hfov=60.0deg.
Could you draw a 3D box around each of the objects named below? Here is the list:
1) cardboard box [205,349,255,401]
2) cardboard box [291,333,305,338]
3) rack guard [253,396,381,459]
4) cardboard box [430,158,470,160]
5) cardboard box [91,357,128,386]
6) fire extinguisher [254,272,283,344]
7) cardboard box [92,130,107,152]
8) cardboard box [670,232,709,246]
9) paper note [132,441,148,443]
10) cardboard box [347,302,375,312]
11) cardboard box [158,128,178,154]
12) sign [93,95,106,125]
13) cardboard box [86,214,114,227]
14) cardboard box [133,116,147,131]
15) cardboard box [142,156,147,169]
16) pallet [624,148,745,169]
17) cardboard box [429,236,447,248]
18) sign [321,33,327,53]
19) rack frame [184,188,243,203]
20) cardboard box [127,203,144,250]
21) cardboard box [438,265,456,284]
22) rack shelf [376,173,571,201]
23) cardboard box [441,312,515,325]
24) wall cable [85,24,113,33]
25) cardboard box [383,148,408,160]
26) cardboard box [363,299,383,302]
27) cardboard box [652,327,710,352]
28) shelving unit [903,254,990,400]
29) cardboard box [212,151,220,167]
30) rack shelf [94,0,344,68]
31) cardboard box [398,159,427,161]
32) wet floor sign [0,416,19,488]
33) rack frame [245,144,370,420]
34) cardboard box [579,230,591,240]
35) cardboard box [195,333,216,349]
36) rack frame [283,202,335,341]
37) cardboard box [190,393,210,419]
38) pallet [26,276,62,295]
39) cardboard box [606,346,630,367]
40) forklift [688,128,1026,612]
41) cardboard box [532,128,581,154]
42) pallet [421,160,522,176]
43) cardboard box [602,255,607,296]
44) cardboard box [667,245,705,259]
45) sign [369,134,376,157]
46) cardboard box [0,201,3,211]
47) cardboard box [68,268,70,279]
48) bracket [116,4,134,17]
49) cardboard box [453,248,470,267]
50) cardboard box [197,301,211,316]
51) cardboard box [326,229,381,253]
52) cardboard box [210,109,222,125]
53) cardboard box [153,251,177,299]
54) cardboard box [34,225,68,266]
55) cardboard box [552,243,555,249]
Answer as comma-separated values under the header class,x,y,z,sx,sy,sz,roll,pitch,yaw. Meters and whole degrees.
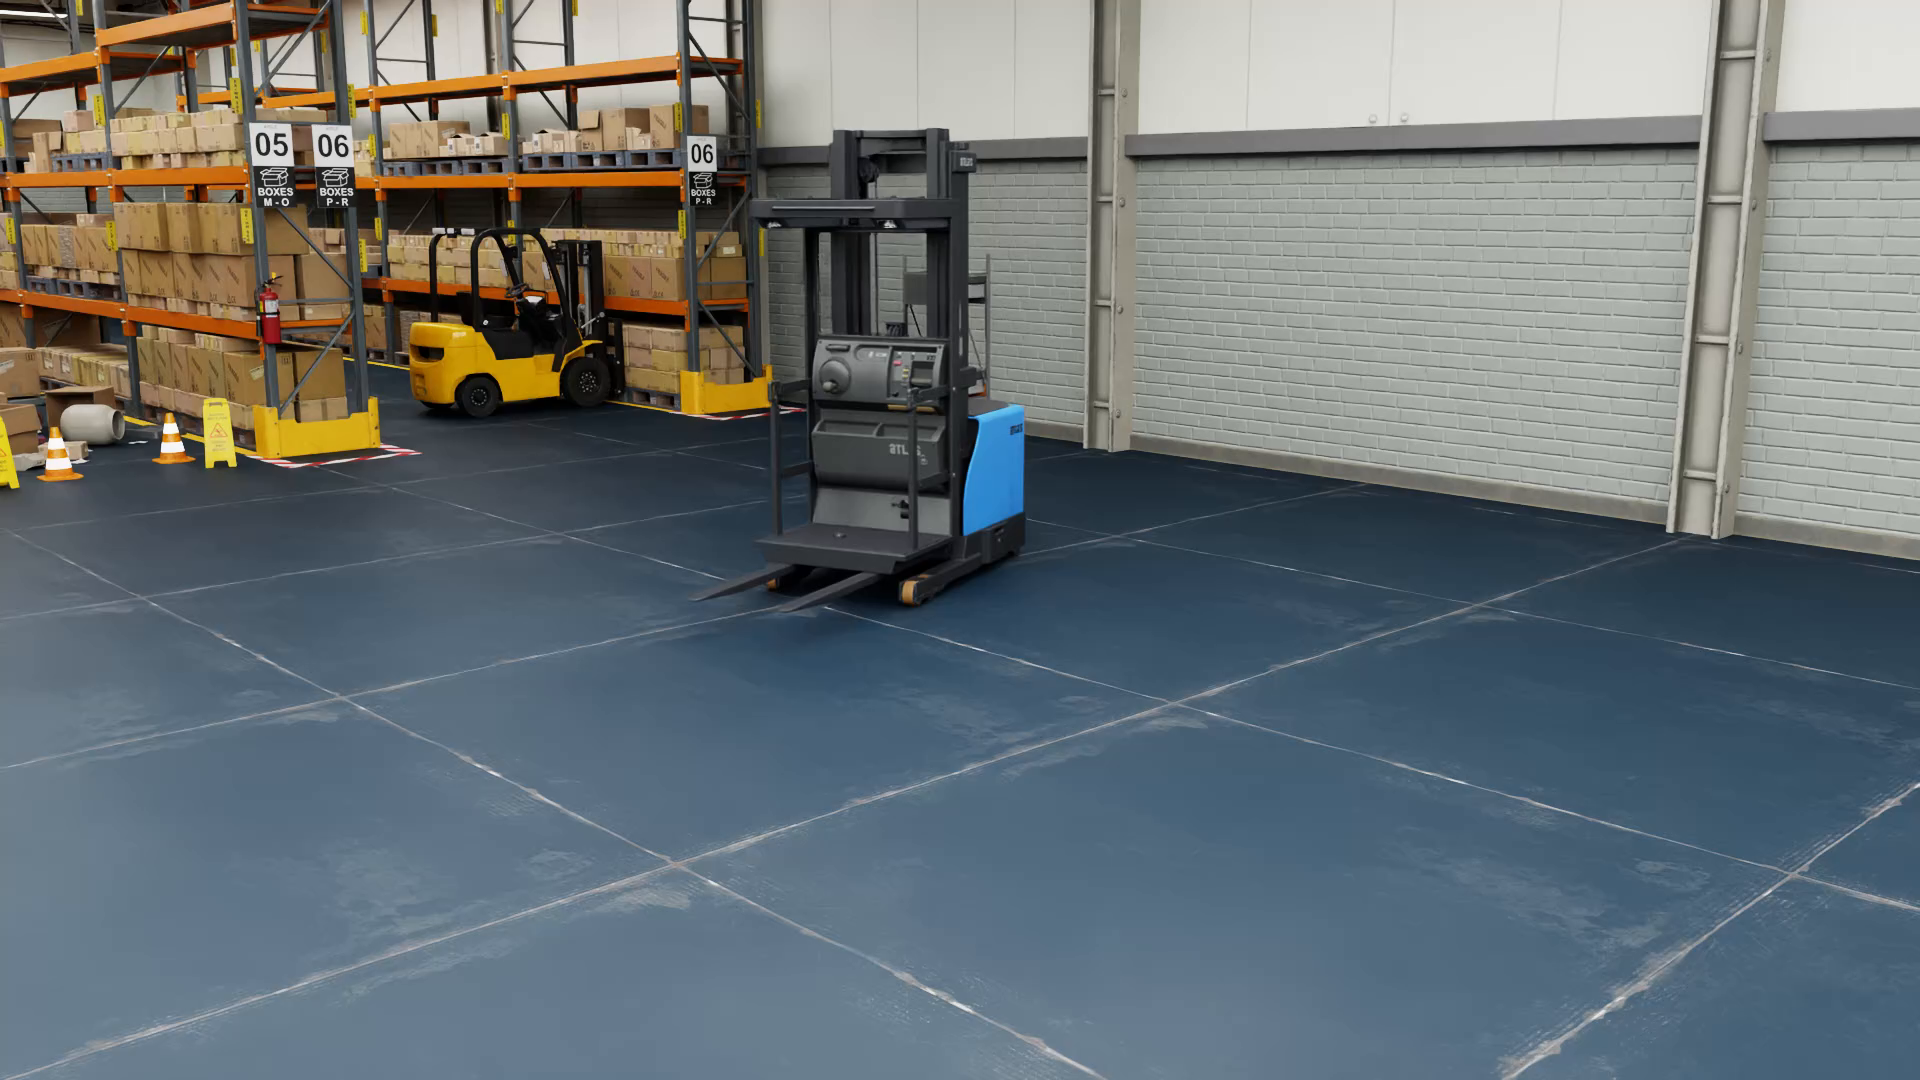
class,x,y,z,sx,sy,sz,roll,pitch,yaw
cardboard box,-7.507,-1.739,17.332,0.500,0.500,0.500,-10,15,-40
cardboard box,-10.931,-3.679,27.990,0.500,0.500,0.500,-10,15,-40
rack guard,-6.455,-1.143,16.720,1.175,0.500,0.348,-11,16,-43
cardboard box,-7.654,-5.796,24.761,0.500,0.250,0.500,-11,16,-43
cardboard box,-10.028,-2.039,20.347,0.950,0.372,0.625,-10,15,-39
fire extinguisher,-6.657,-2.237,16.029,0.296,0.674,0.183,-11,16,-43
cardboard box,-9.673,-4.606,19.233,0.500,0.250,0.500,-11,16,-44
cardboard box,-3.215,-3.584,19.780,0.380,0.149,0.250,-11,16,-42
paper note,-8.543,-1.023,17.300,0.148,0.019,0.142,6,13,26
cardboard box,-9.547,-3.713,26.547,0.380,0.149,0.250,-11,16,-43
cardboard box,-8.009,-4.157,17.354,0.500,0.250,0.500,-11,16,-42
sign,-9.564,-4.777,18.475,0.100,0.325,0.005,-11,16,-43
cardboard box,-10.132,-3.793,19.753,0.250,0.149,0.380,11,16,43
cardboard box,-8.645,-4.469,17.884,0.380,0.149,0.250,-11,16,-43
cardboard box,-8.736,-4.140,18.259,0.380,0.149,0.250,-11,16,-43
pallet,-3.285,-4.581,19.999,1.003,0.211,1.213,-11,16,-43
cardboard box,-7.434,-4.308,24.033,0.380,0.149,0.250,-10,16,-41
sign,-10.705,-8.351,27.938,0.100,0.325,0.005,-11,16,-43
rack frame,-13.864,-5.383,31.108,1.000,3.000,0.127,-11,16,-43
cardboard box,-8.681,-3.452,18.272,0.700,0.500,0.500,-11,16,-42
cardboard box,-7.149,-3.819,23.888,0.500,0.250,0.500,-10,15,-41
rack shelf,-6.959,-5.041,23.794,1.077,0.370,4.000,-11,16,-43
cardboard box,-6.997,-2.973,24.253,0.625,0.625,0.875,11,16,43
wall cable,-16.836,-12.048,34.806,2.988,3.039,0.133,-11,16,-43
cardboard box,-8.319,-5.732,24.657,0.380,0.166,0.250,-11,16,-43
cardboard box,-9.562,-3.861,27.266,0.250,0.149,0.380,11,16,43
cardboard box,-3.359,-2.421,20.024,0.500,0.250,0.500,-10,15,-41
shelving unit,-0.098,-1.067,12.387,0.503,2.100,0.431,9,15,38
cardboard box,-7.206,-3.791,16.566,0.380,0.149,0.250,-10,15,-41
rack shelf,-7.784,-5.232,17.298,1.077,0.370,4.000,-11,16,-43
cardboard box,-8.419,-5.893,25.534,0.380,0.149,0.250,-11,16,-42
wet floor sign,-8.461,-0.770,14.551,0.232,0.644,0.267,8,14,35
rack frame,-6.403,-2.356,16.414,1.000,3.000,0.127,-11,16,-43
cardboard box,-4.625,-3.880,21.217,0.380,0.149,0.250,-11,16,-43
cardboard box,-7.799,-2.101,17.482,0.380,0.149,0.250,-10,15,-40
rack frame,-11.102,-4.800,28.275,1.000,3.000,0.127,-11,16,-43
cardboard box,-7.873,-1.448,17.779,0.500,0.250,0.500,11,16,43
pallet,-11.358,-3.341,21.668,1.213,0.211,1.003,-11,16,-43
cardboard box,-4.088,-2.327,20.806,0.500,0.250,0.500,-11,16,-44
forklift,-0.623,-1.120,10.585,1.130,2.935,3.031,6,13,25
cardboard box,-5.179,-5.157,21.507,0.500,0.311,0.500,-10,16,-41
pallet,-7.032,-5.343,23.947,1.003,0.211,1.213,-10,15,-40
cardboard box,-4.406,-3.356,21.020,0.500,0.500,0.500,-11,16,-42
cardboard box,-3.257,-3.427,19.755,0.380,0.149,0.250,-11,16,-42
sign,-8.734,-5.863,24.721,0.100,0.325,0.005,-11,16,-43
cardboard box,-14.720,-5.046,25.137,0.380,0.149,0.250,-11,16,-43
cardboard box,-10.889,-3.338,20.760,0.380,0.149,0.250,-10,15,-40
bracket,-17.255,-10.961,34.392,0.235,0.232,0.430,-11,16,-43
cardboard box,-6.811,-3.989,23.473,0.500,0.250,0.500,-10,16,-41
cardboard box,-7.749,-2.435,17.418,0.380,0.149,0.250,-11,16,-43
cardboard box,-9.601,-4.685,26.419,0.637,0.503,0.797,11,16,44
cardboard box,-7.189,-4.179,16.473,0.380,0.149,0.250,-11,16,-43
cardboard box,-8.362,-2.886,18.003,0.500,0.500,0.500,-11,16,-43
cardboard box,-11.419,-3.751,21.159,0.500,0.500,0.500,-10,15,-40
cardboard box,-5.051,-3.798,21.555,0.380,0.149,0.250,-10,16,-41
